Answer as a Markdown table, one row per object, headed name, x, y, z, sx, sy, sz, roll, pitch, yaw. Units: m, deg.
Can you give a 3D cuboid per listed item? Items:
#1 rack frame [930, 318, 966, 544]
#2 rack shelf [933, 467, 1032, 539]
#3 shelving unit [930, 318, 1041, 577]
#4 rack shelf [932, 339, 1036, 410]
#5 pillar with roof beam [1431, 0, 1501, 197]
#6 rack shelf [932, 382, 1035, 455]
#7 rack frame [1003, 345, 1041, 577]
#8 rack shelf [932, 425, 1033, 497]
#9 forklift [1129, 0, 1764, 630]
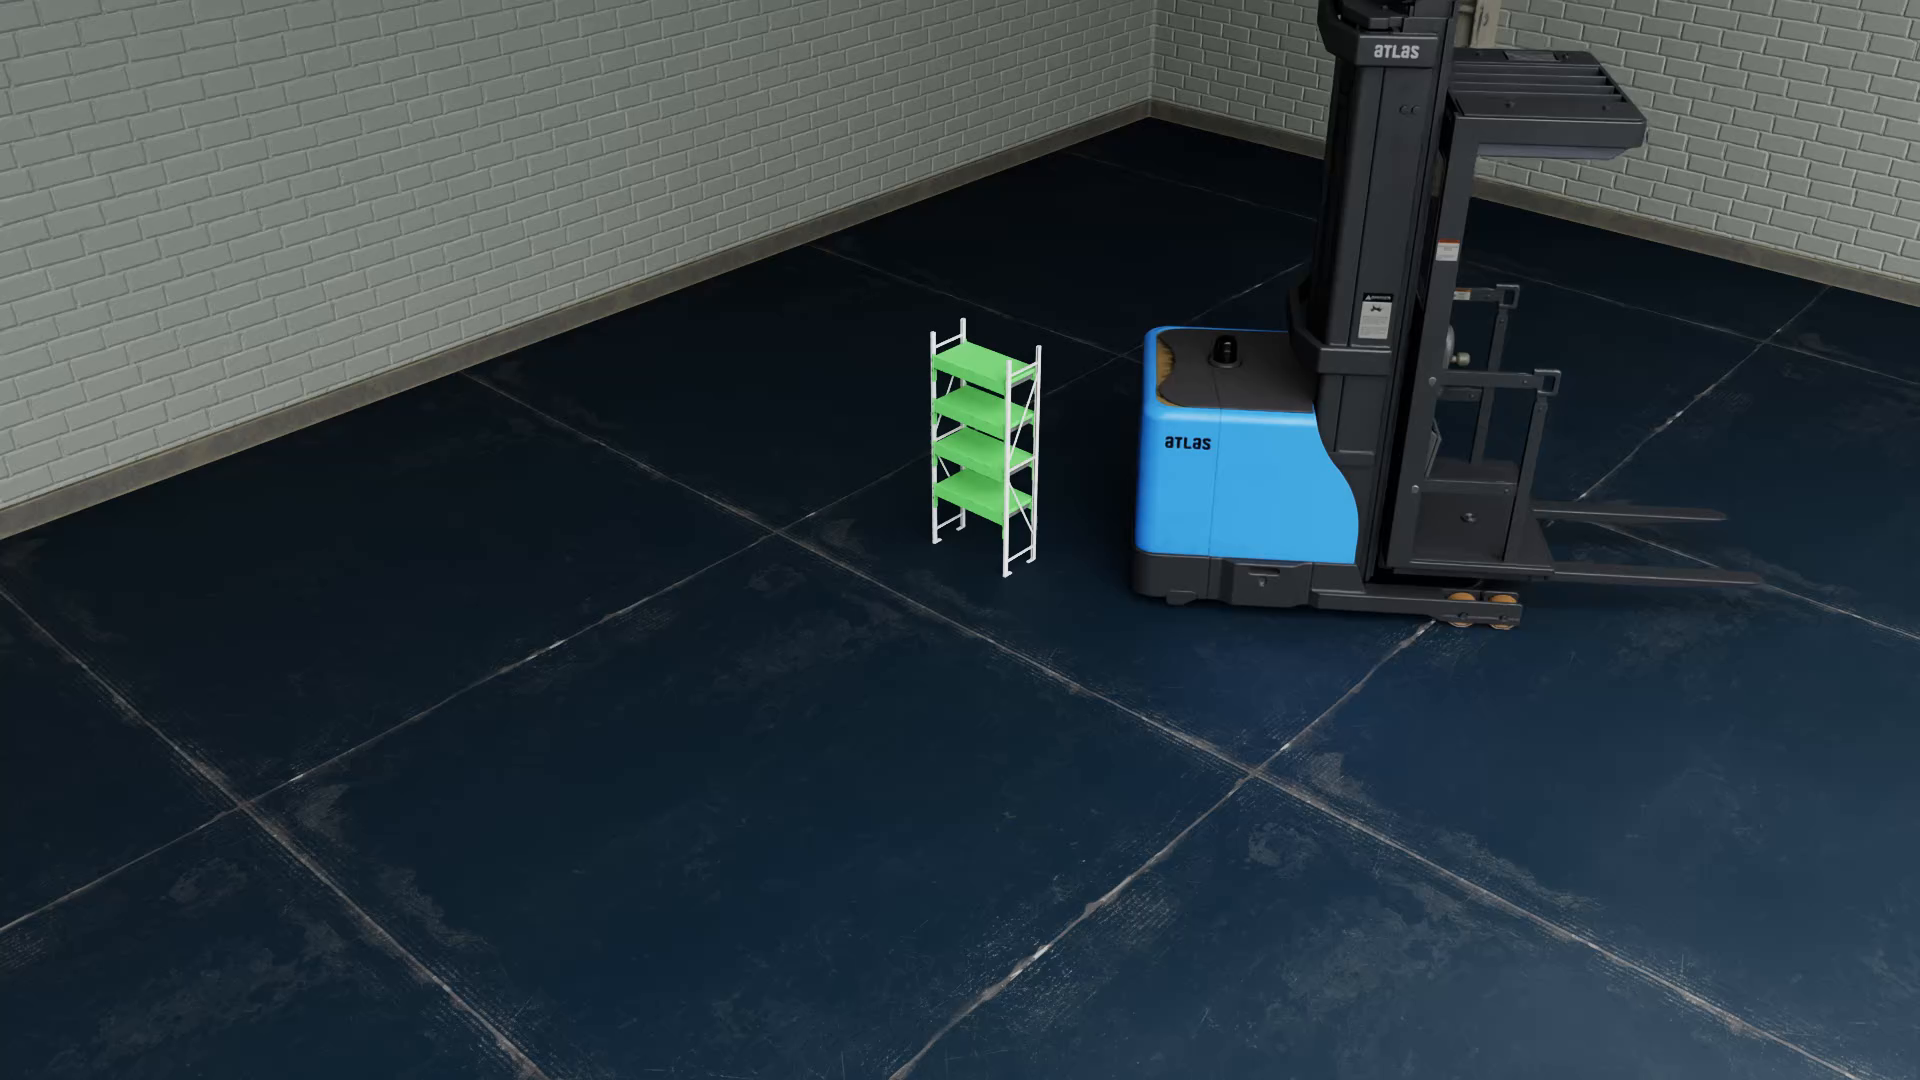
| name | x | y | z | sx | sy | sz | roll | pitch | yaw |
| --- | --- | --- | --- | --- | --- | --- | --- | --- | --- |
| rack frame | -0.058 | -0.541 | 8.486 | 0.015 | 1.200 | 0.240 | 25 | 39 | 35 |
| rack shelf | 0.123 | -0.196 | 8.502 | 0.480 | 0.148 | 0.258 | 25 | 39 | 35 |
| shelving unit | 0.123 | -0.457 | 8.345 | 0.503 | 1.200 | 0.258 | 25 | 39 | 35 |
| rack shelf | 0.123 | -0.813 | 8.131 | 0.480 | 0.148 | 0.258 | 25 | 39 | 35 |
| pillar with roof beam | 0.959 | -4.997 | 8.326 | 0.400 | 9.000 | 9.100 | 25 | 39 | 35 |
| rack shelf | 0.123 | -0.608 | 8.255 | 0.480 | 0.148 | 0.258 | 25 | 39 | 35 |
| rack frame | 0.304 | -0.372 | 8.205 | 0.015 | 1.200 | 0.240 | 25 | 39 | 35 |
| rack shelf | 0.123 | -0.402 | 8.378 | 0.480 | 0.148 | 0.258 | 25 | 39 | 35 |
| forklift | 2.389 | -1.112 | 7.756 | 3.031 | 2.935 | 1.130 | 3 | 31 | 5 |
